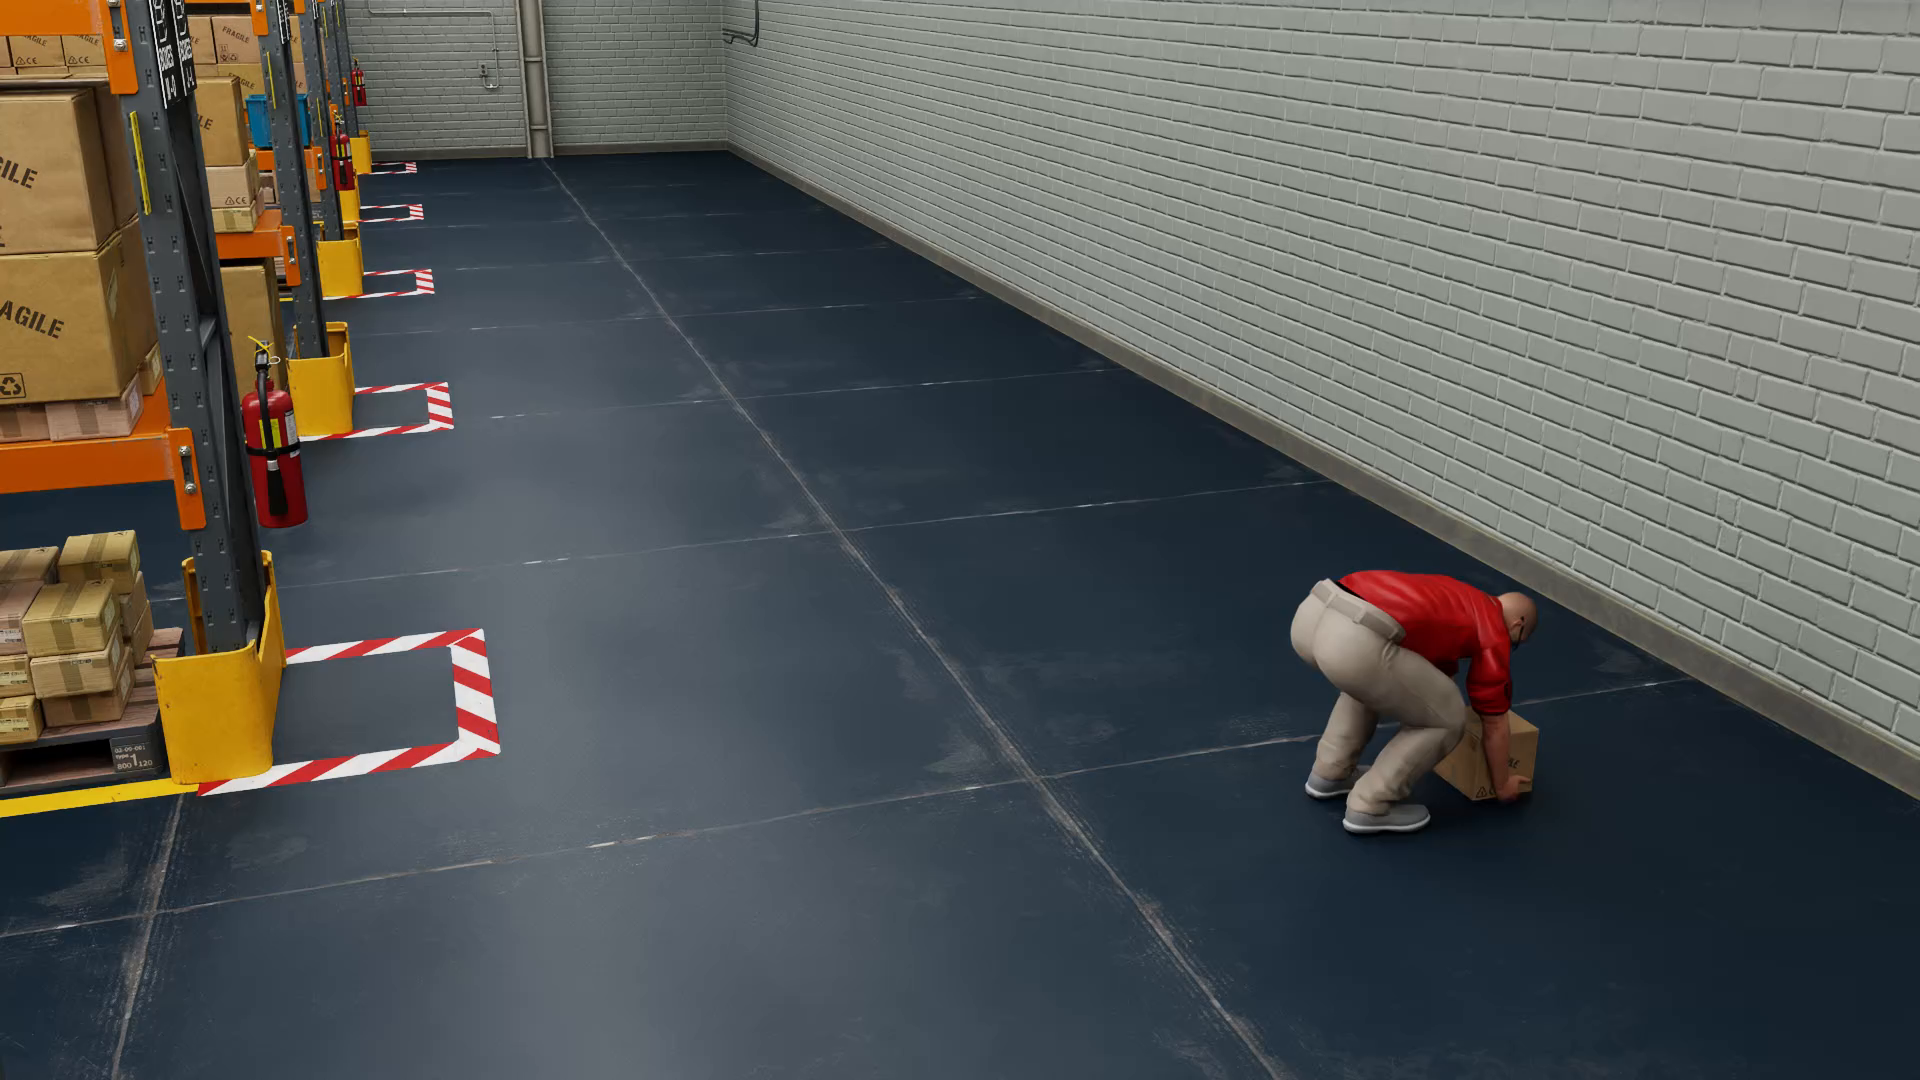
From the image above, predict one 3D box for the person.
[{"bbox_3d":[1.614,0.530,5.876,0.956,0.868,0.537,-7,20,-20],"label":"person"}]
